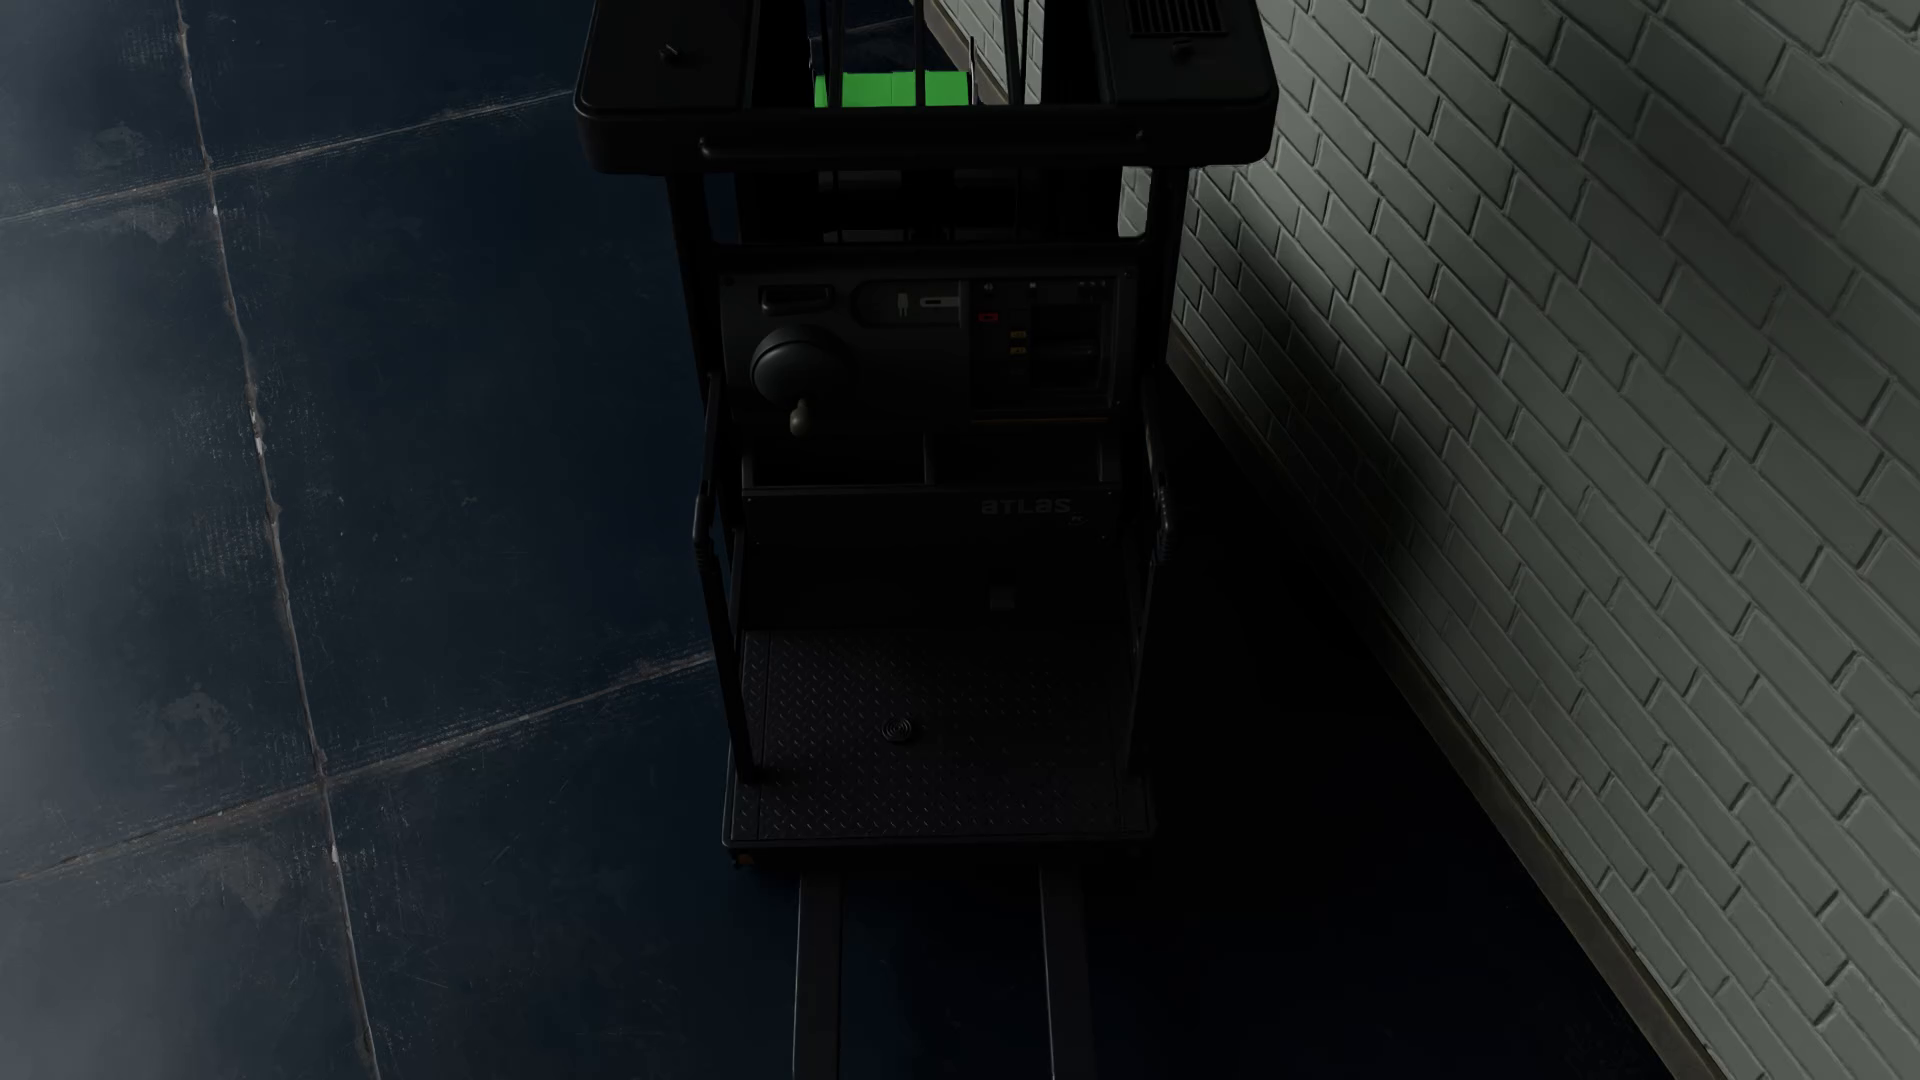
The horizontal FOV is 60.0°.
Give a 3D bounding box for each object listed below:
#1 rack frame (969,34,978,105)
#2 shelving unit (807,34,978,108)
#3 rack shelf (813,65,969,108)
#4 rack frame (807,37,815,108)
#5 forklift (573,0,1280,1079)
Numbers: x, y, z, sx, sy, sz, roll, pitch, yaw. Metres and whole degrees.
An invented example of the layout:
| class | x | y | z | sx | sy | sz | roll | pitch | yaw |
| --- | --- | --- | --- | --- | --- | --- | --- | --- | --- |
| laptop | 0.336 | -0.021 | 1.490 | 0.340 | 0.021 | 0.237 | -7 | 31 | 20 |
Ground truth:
| class | x | y | z | sx | sy | sz | roll | pitch | yaw |
| --- | --- | --- | --- | --- | --- | --- | --- | --- | --- |
| rack frame | 0.040 | -1.029 | 5.343 | 0.015 | 1.200 | 0.240 | -2 | 49 | -1 |
| shelving unit | -0.204 | -1.023 | 5.337 | 0.503 | 1.200 | 0.258 | -2 | 49 | -1 |
| rack shelf | -0.204 | -1.294 | 5.022 | 0.480 | 0.148 | 0.258 | -2 | 49 | -1 |
| rack frame | -0.448 | -1.016 | 5.332 | 0.015 | 1.200 | 0.240 | -2 | 49 | -1 |
| forklift | -0.061 | -0.331 | 3.602 | 1.130 | 2.935 | 3.031 | -1 | 49 | -1 |
